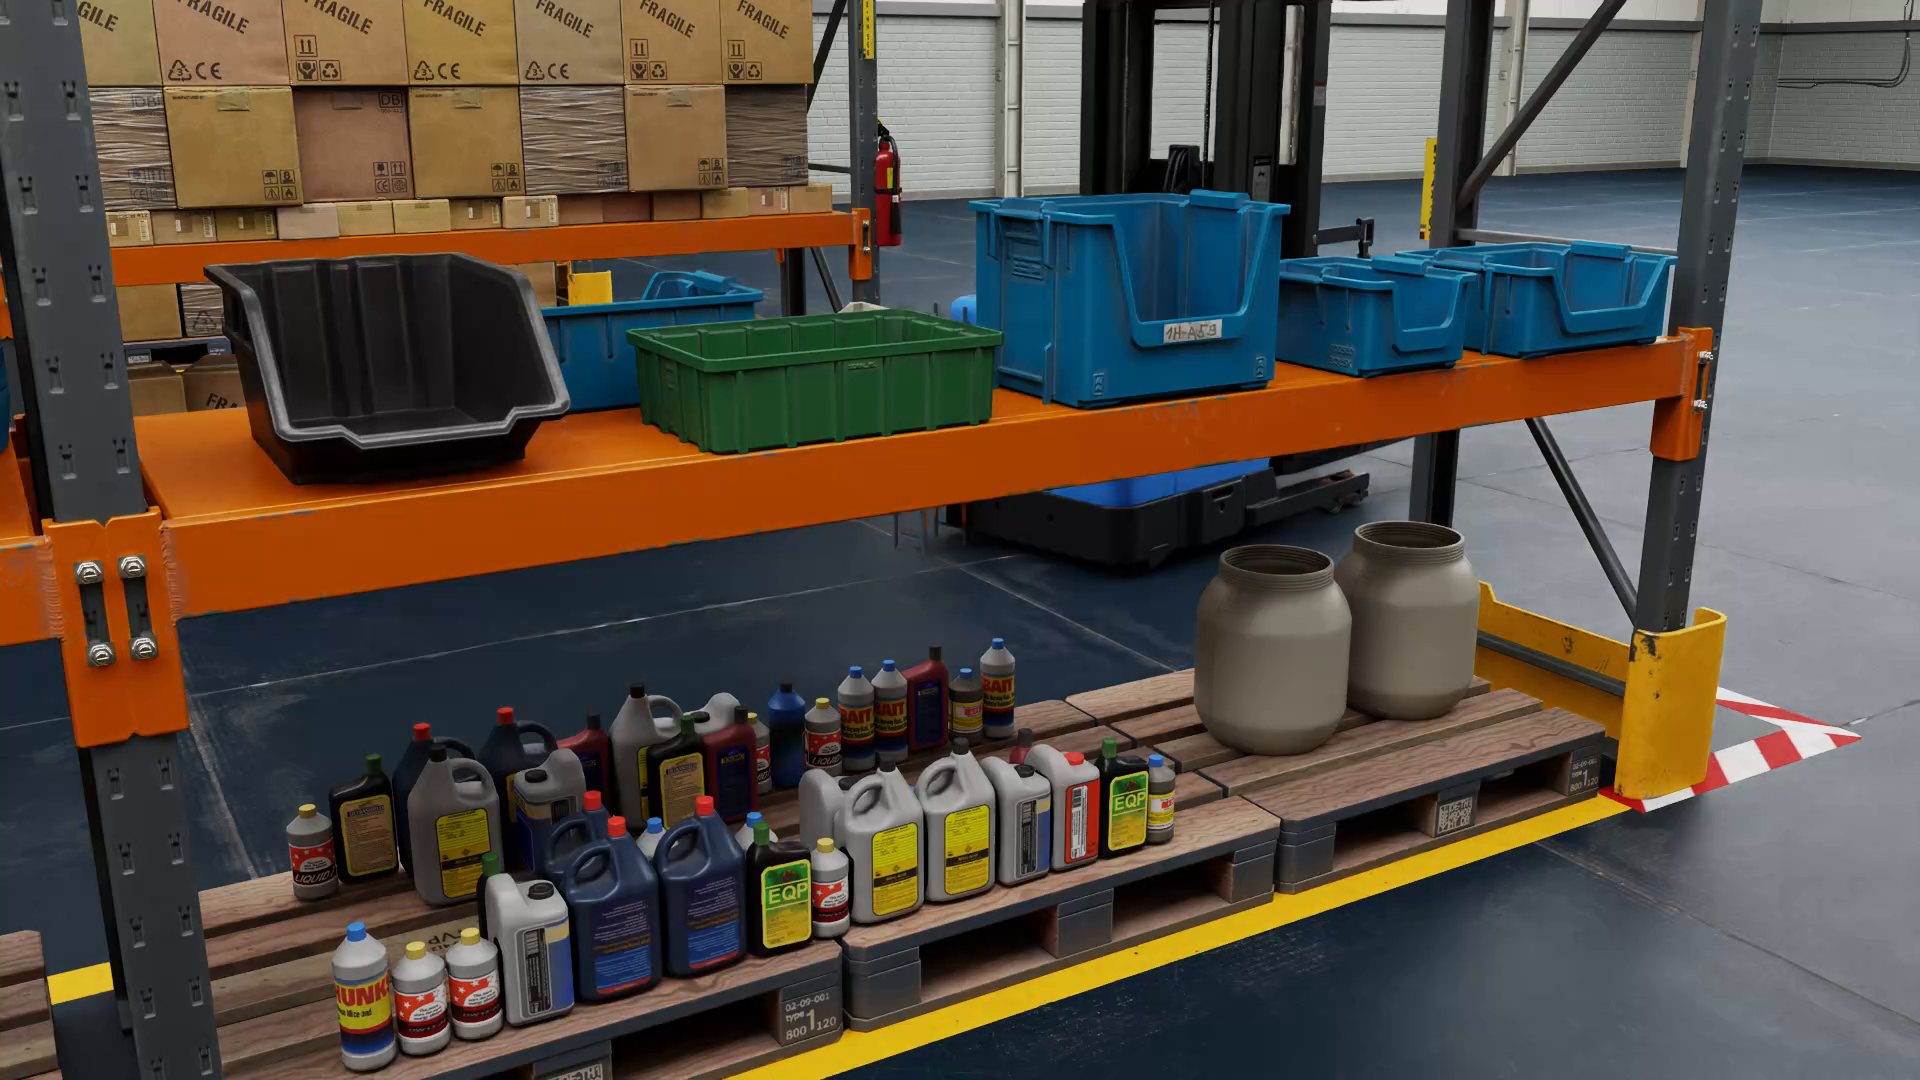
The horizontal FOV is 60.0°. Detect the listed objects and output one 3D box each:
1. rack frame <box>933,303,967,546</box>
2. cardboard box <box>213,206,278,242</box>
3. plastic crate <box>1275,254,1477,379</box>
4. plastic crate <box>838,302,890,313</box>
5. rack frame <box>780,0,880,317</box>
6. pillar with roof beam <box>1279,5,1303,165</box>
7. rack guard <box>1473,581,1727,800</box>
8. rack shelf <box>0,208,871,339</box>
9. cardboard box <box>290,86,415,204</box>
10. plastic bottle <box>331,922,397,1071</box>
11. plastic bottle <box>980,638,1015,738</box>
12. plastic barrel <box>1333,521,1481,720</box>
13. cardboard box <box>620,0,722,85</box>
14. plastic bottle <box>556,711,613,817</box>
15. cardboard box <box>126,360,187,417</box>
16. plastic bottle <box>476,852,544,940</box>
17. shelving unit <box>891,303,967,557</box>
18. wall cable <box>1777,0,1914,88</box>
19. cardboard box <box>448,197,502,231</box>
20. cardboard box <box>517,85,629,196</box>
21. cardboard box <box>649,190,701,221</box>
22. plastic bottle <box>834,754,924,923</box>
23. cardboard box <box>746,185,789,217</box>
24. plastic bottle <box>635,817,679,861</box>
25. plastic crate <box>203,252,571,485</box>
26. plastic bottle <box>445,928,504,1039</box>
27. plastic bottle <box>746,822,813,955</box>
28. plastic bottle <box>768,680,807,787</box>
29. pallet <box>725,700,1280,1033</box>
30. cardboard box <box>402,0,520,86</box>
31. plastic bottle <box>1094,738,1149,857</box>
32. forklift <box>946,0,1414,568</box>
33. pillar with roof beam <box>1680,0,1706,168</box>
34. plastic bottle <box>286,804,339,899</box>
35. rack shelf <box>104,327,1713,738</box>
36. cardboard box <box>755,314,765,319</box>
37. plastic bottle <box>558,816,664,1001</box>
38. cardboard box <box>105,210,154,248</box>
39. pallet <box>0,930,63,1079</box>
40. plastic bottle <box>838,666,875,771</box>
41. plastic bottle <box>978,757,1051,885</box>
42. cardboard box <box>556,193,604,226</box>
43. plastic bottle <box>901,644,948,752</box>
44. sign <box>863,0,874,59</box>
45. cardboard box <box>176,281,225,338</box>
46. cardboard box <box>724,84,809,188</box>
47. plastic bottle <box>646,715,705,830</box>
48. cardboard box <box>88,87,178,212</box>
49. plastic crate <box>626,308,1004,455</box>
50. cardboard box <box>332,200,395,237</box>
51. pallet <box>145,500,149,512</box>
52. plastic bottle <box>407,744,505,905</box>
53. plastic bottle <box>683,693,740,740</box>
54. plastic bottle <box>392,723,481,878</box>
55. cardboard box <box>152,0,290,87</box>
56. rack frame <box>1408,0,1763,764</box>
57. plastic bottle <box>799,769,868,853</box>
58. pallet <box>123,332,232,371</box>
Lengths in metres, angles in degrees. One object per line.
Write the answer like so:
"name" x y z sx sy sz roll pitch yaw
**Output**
"rack frame" -0.043 -0.499 7.245 0.008 1.050 0.200 -15 22 -43
"cardboard box" -3.191 -1.413 7.360 0.250 0.149 0.380 -9 18 -30
"plastic crate" 0.985 -0.575 4.179 0.408 0.251 0.499 -9 18 -30
"plastic crate" -0.348 -0.476 4.038 0.437 0.136 0.530 -9 18 -30
"rack frame" -0.732 -2.020 9.060 0.127 3.000 1.000 -9 18 -30
"pillar with roof beam" 8.191 -9.968 26.296 0.400 9.000 9.100 -9 18 -30
"rack guard" 1.778 0.351 5.233 0.348 0.500 1.175 -9 18 -30
"rack shelf" -2.446 -1.396 8.165 4.000 0.370 1.077 -9 18 -30
"cardboard box" -2.919 -1.858 7.745 0.500 0.500 0.875 -9 18 -30
"plastic bottle" -1.111 0.841 3.093 0.097 0.271 0.097 0 16 0
"plastic bottle" 0.105 0.407 4.639 0.097 0.271 0.097 0 16 0
"plastic barrel" 1.294 0.230 4.861 0.421 0.512 0.421 0 16 0
"cardboard box" -1.501 -2.489 8.142 0.500 0.500 0.500 -9 18 -30
"plastic bottle" -0.923 0.563 4.063 0.133 0.283 0.061 -8 17 -26
"cardboard box" -3.797 -0.509 7.522 0.500 0.500 0.500 -10 18 -31
"plastic bottle" -0.903 0.759 3.362 0.133 0.283 0.061 -9 18 -30
"shelving unit" -0.130 -0.476 7.162 0.252 1.050 0.215 -15 22 -43
"wall cable" 19.466 -11.240 36.588 0.112 2.526 3.097 -9 18 -30
"cardboard box" -2.351 -1.560 7.885 0.250 0.149 0.380 -9 18 -30
"cardboard box" -2.035 -1.985 8.197 0.500 0.500 0.875 -9 18 -30
"cardboard box" -1.494 -1.700 8.381 0.250 0.149 0.380 -9 18 -30
"plastic bottle" -0.178 0.644 3.649 0.185 0.351 0.144 -9 18 -30
"cardboard box" -1.084 -1.777 8.659 0.250 0.149 0.380 -9 18 -30
"plastic bottle" -0.642 0.719 3.526 0.097 0.271 0.097 0 16 0
"plastic crate" -1.095 -0.332 3.151 0.504 0.338 0.767 -9 18 -30
"plastic bottle" -0.936 0.846 3.204 0.097 0.201 0.097 0 16 0
"plastic bottle" -0.379 0.722 3.494 0.133 0.283 0.061 -8 18 -27
"plastic bottle" -0.449 0.497 4.319 0.097 0.271 0.097 0 16 0
"pallet" 0.034 0.770 4.272 1.213 0.211 1.003 -9 18 -30
"cardboard box" -2.364 -2.352 7.655 0.500 0.500 0.500 -9 18 -30
"plastic bottle" 0.380 0.599 3.933 0.133 0.283 0.061 -9 18 -28
"forklift" 1.324 -1.619 7.756 1.130 2.935 3.031 15 21 42
"pillar with roof beam" 18.477 -11.636 32.247 0.400 9.000 9.100 -9 18 -30
"plastic bottle" -1.459 0.695 3.744 0.097 0.201 0.097 0 16 0
"rack shelf" 0.105 -0.250 4.077 4.000 0.370 1.077 -9 18 -30
"cardboard box" -1.276 -0.936 9.045 0.500 0.500 0.500 -6 17 -19
"plastic bottle" -0.704 0.729 3.344 0.185 0.351 0.144 -9 18 -28
"cardboard box" -3.600 -1.335 7.082 0.250 0.149 0.380 -9 18 -30
"pallet" -2.263 1.142 2.943 1.213 0.211 1.003 -9 18 -30
"plastic bottle" -0.275 0.469 4.419 0.097 0.271 0.097 0 16 0
"plastic bottle" 0.122 0.630 3.836 0.135 0.276 0.152 -10 18 -31
"cardboard box" -1.933 -1.634 8.149 0.250 0.149 0.380 -9 18 -30
"plastic bottle" -0.099 0.429 4.540 0.133 0.283 0.061 -9 18 -29
"sign" -0.463 -2.599 8.393 0.005 0.325 0.100 -9 18 -30
"cardboard box" -5.282 -2.002 12.155 0.875 0.875 0.875 -9 18 -29
"cardboard box" -1.217 -2.142 8.756 0.500 0.500 0.875 -9 18 -30
"plastic bottle" -0.690 0.570 4.036 0.133 0.283 0.061 -9 18 -30
"cardboard box" -3.743 -1.704 7.195 0.500 0.500 0.875 -9 18 -30
"plastic crate" -0.301 -0.340 3.457 0.662 0.188 0.450 -9 18 -30
"cardboard box" -2.762 -1.483 7.609 0.250 0.149 0.380 -9 18 -30
"pallet" -3.603 -0.223 7.815 1.213 0.211 1.003 -9 18 -30
"plastic bottle" -1.132 0.622 3.725 0.185 0.351 0.144 -9 18 -30
"plastic bottle" -0.623 0.532 4.186 0.135 0.276 0.152 -9 18 -29
"plastic bottle" -1.206 0.589 3.844 0.185 0.351 0.144 -10 18 -31
"cardboard box" -3.216 -2.211 7.150 0.500 0.500 0.500 -9 18 -30
"rack frame" 1.819 -0.874 4.972 0.127 3.000 1.000 -9 18 -30
"plastic bottle" -0.276 0.649 3.768 0.135 0.276 0.152 -9 18 -30
"pallet" -5.936 -1.371 11.909 1.213 0.211 1.003 -9 18 -30
